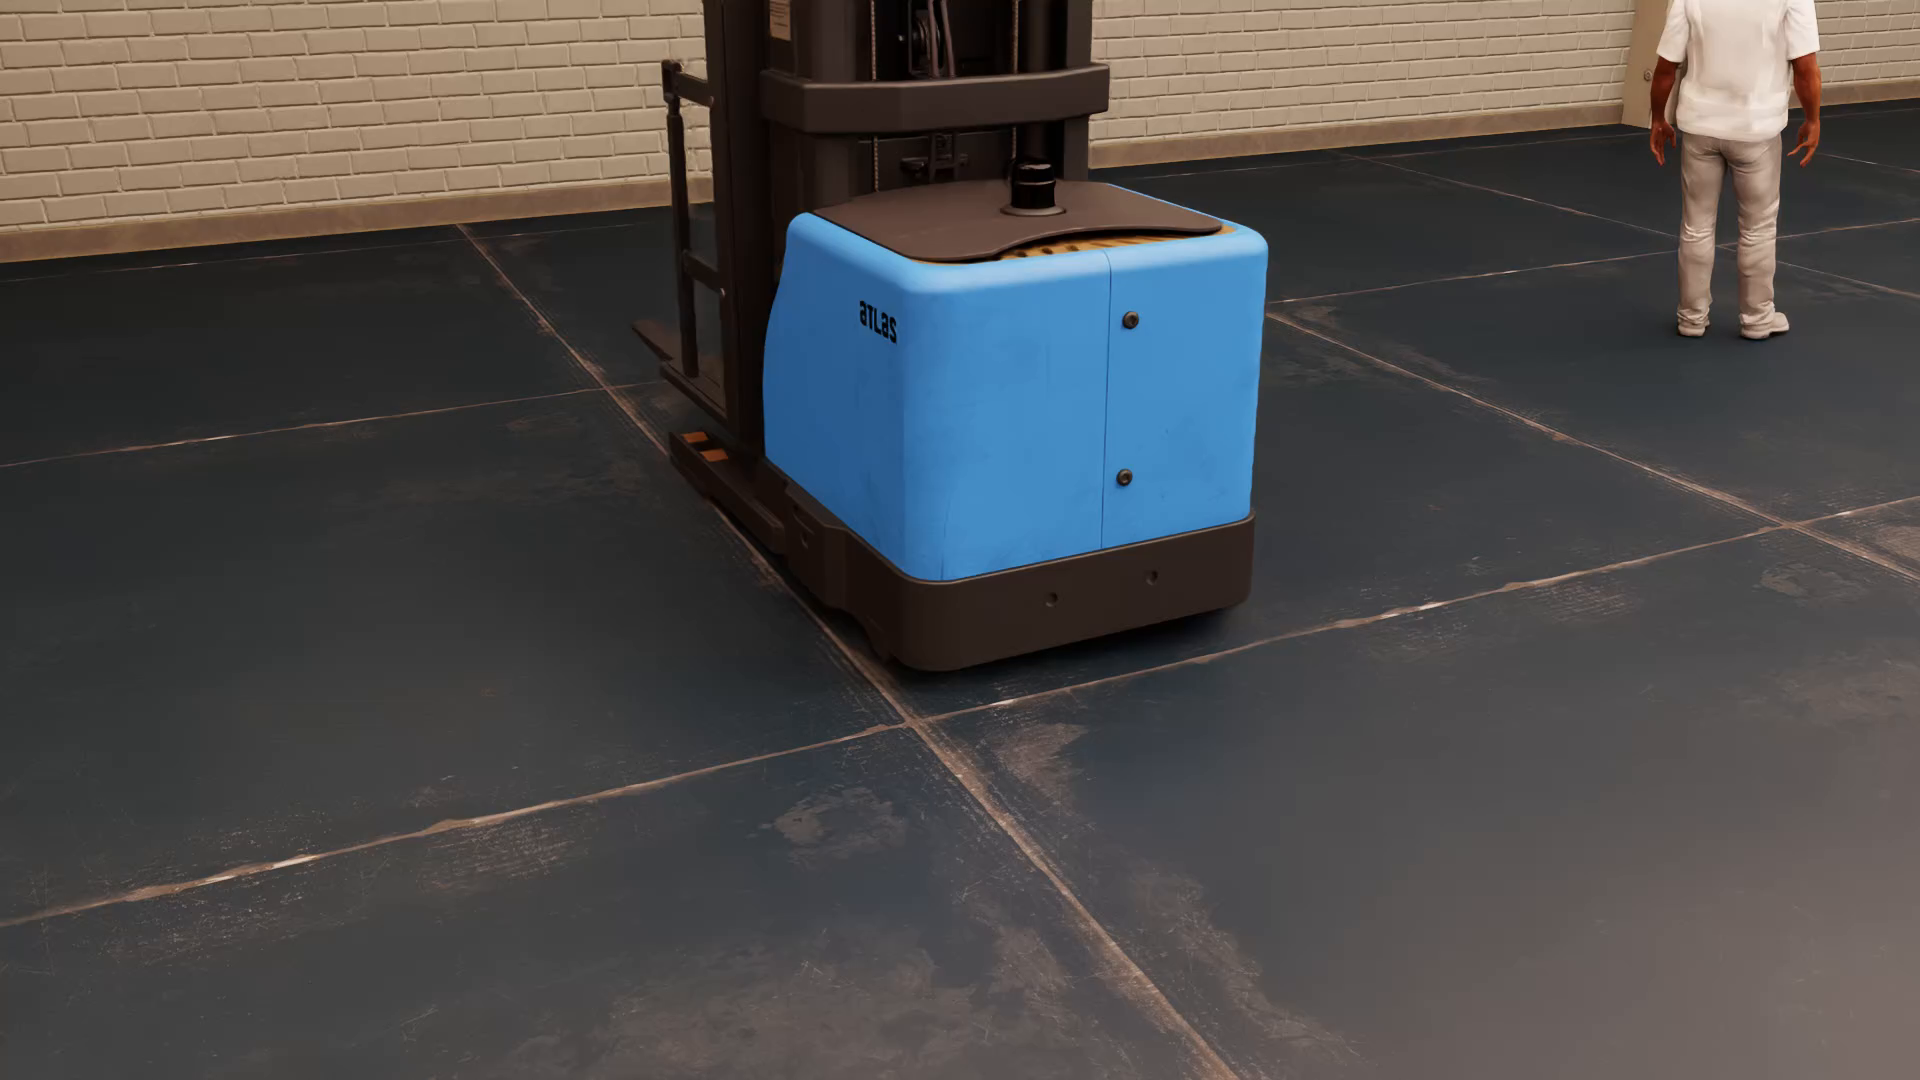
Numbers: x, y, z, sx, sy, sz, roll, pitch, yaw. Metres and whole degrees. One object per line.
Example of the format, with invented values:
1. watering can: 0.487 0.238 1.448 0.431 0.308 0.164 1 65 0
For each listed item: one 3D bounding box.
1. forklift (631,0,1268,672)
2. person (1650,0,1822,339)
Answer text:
1. forklift: -0.322 -1.554 5.027 1.130 2.935 3.031 -11 25 -25
2. person: 3.247 -1.735 6.962 0.666 1.765 0.577 16 27 33
